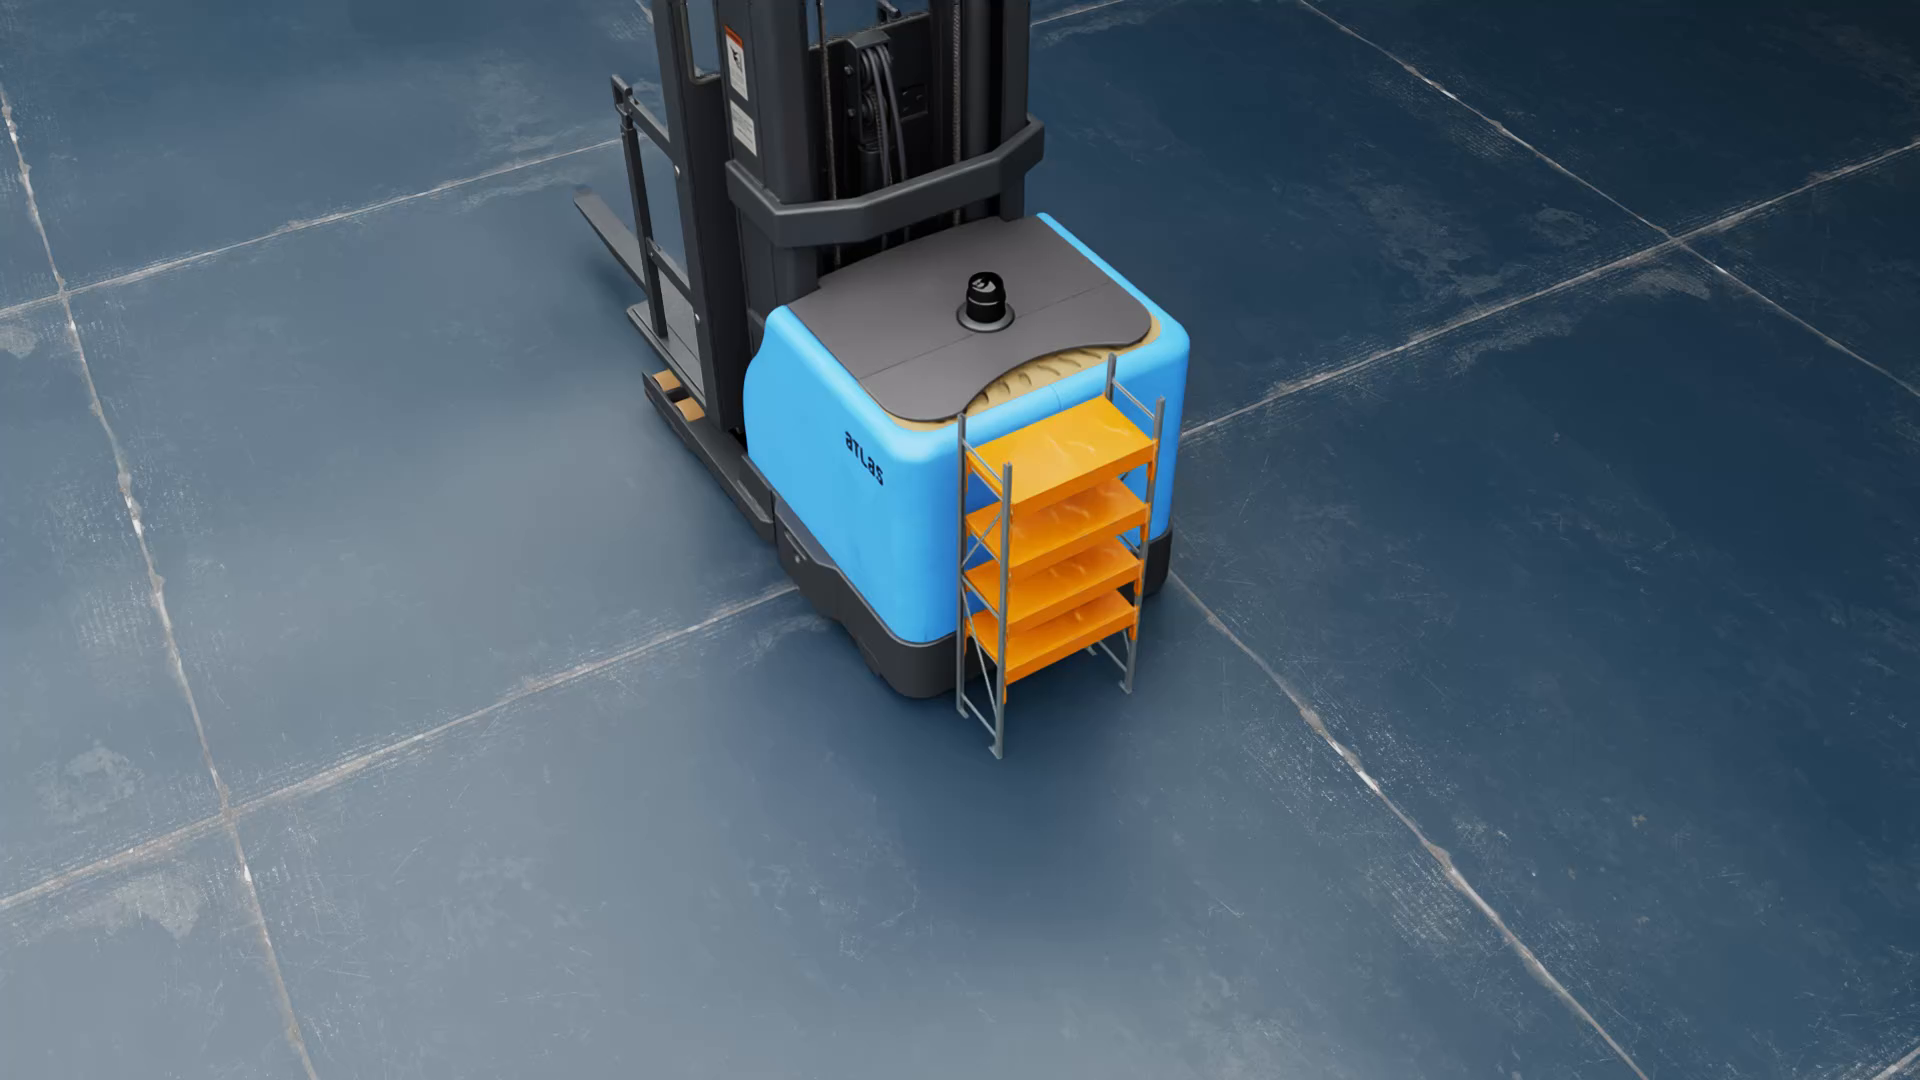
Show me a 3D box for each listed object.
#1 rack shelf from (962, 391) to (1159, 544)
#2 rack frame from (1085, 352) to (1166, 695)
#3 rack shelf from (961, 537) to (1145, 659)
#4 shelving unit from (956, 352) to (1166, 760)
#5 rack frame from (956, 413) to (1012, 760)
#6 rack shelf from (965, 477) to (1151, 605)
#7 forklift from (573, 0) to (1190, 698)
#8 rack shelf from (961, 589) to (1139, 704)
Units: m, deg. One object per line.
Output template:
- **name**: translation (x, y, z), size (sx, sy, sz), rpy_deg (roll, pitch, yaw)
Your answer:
- **rack shelf**: translation (0.269, -0.204, 4.533), size (0.480, 0.148, 0.258), rpy_deg (-24, 49, -23)
- **rack frame**: translation (0.474, -0.014, 4.901), size (0.015, 1.200, 0.240), rpy_deg (-24, 49, -23)
- **rack shelf**: translation (0.267, 0.125, 4.855), size (0.480, 0.148, 0.258), rpy_deg (-24, 49, -23)
- **shelving unit**: translation (0.267, 0.077, 4.808), size (0.503, 1.200, 0.258), rpy_deg (-24, 49, -23)
- **rack frame**: translation (0.061, 0.168, 4.714), size (0.015, 1.200, 0.240), rpy_deg (-24, 49, -23)
- **rack shelf**: translation (0.268, -0.035, 4.698), size (0.480, 0.148, 0.258), rpy_deg (-24, 49, -23)
- **forklift**: translation (-0.521, -1.568, 5.261), size (1.130, 2.935, 3.031), rpy_deg (-24, 49, -23)
- **rack shelf**: translation (0.266, 0.266, 4.994), size (0.480, 0.148, 0.258), rpy_deg (-24, 49, -23)
